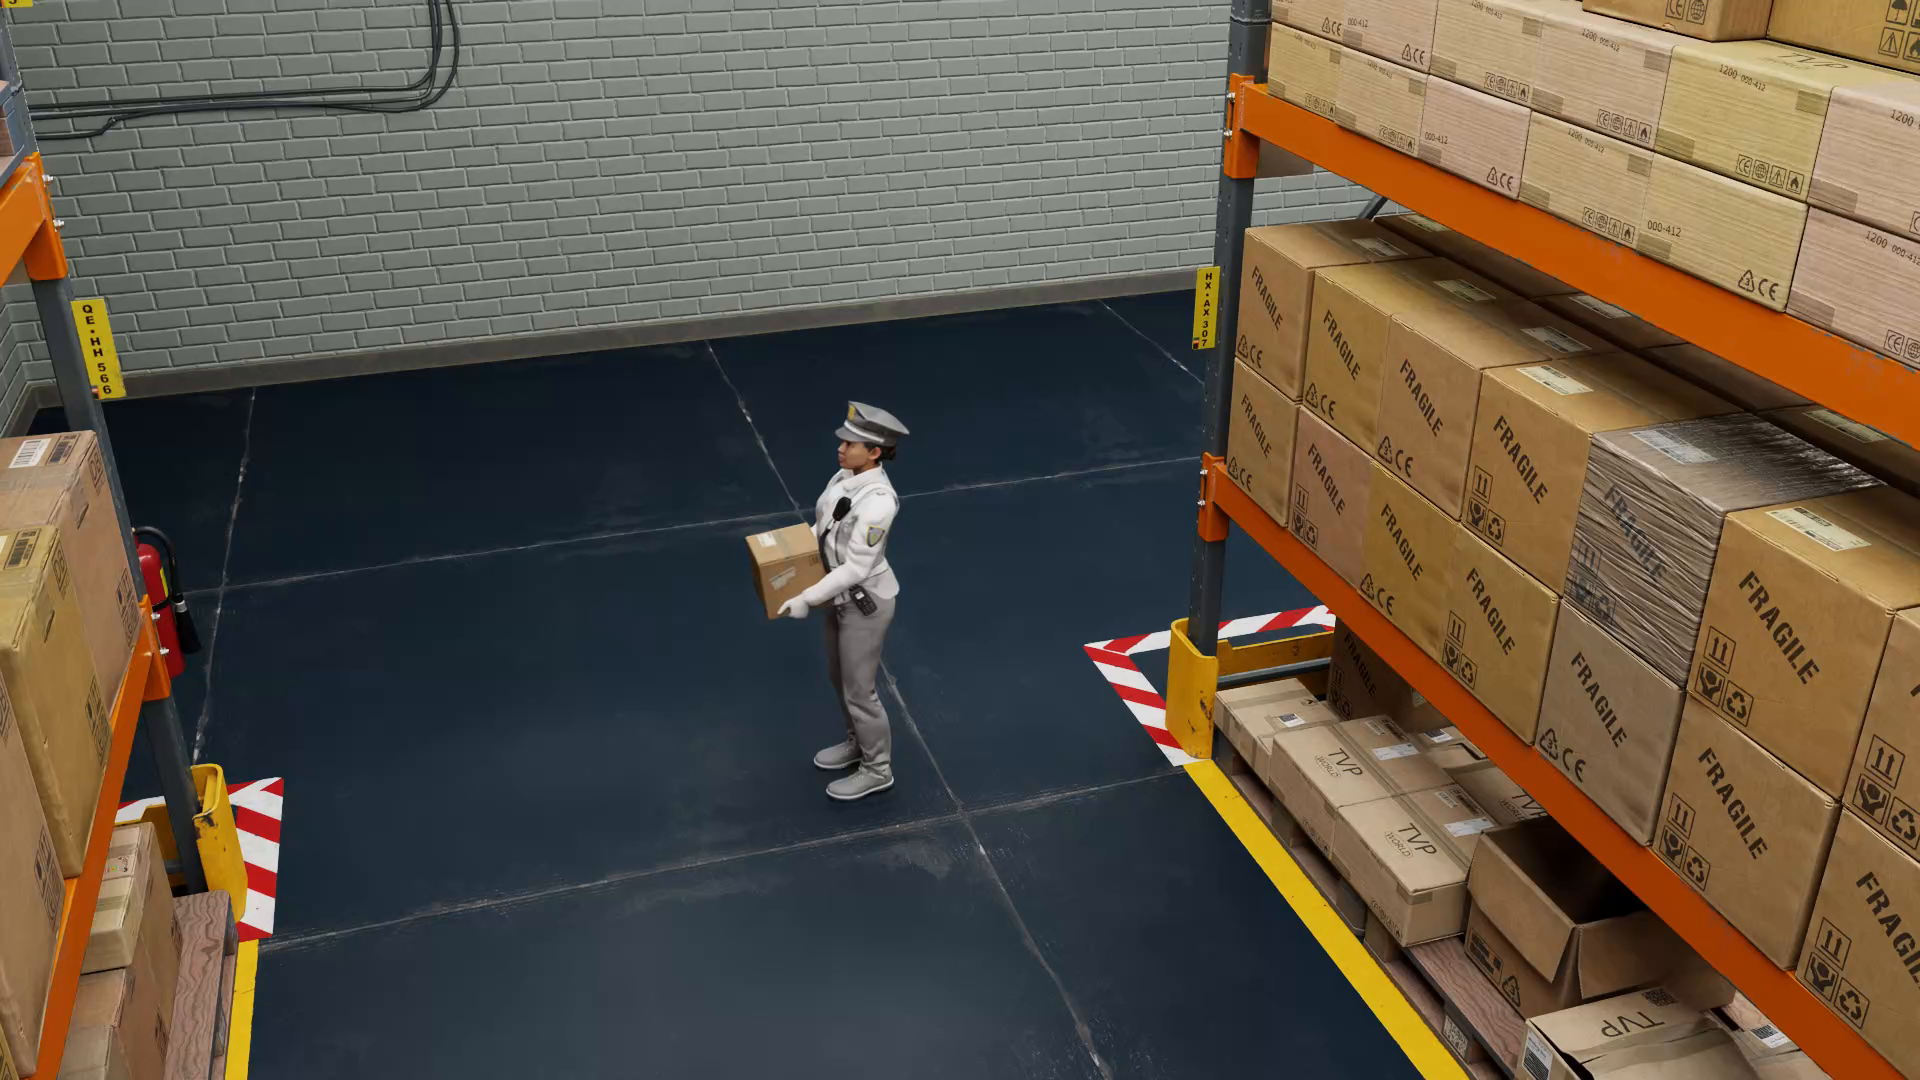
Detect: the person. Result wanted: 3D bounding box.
[{"bbox_3d":[-0.474,0.243,6.598,0.556,1.686,0.460,-8,28,-16],"label":"person"}]
